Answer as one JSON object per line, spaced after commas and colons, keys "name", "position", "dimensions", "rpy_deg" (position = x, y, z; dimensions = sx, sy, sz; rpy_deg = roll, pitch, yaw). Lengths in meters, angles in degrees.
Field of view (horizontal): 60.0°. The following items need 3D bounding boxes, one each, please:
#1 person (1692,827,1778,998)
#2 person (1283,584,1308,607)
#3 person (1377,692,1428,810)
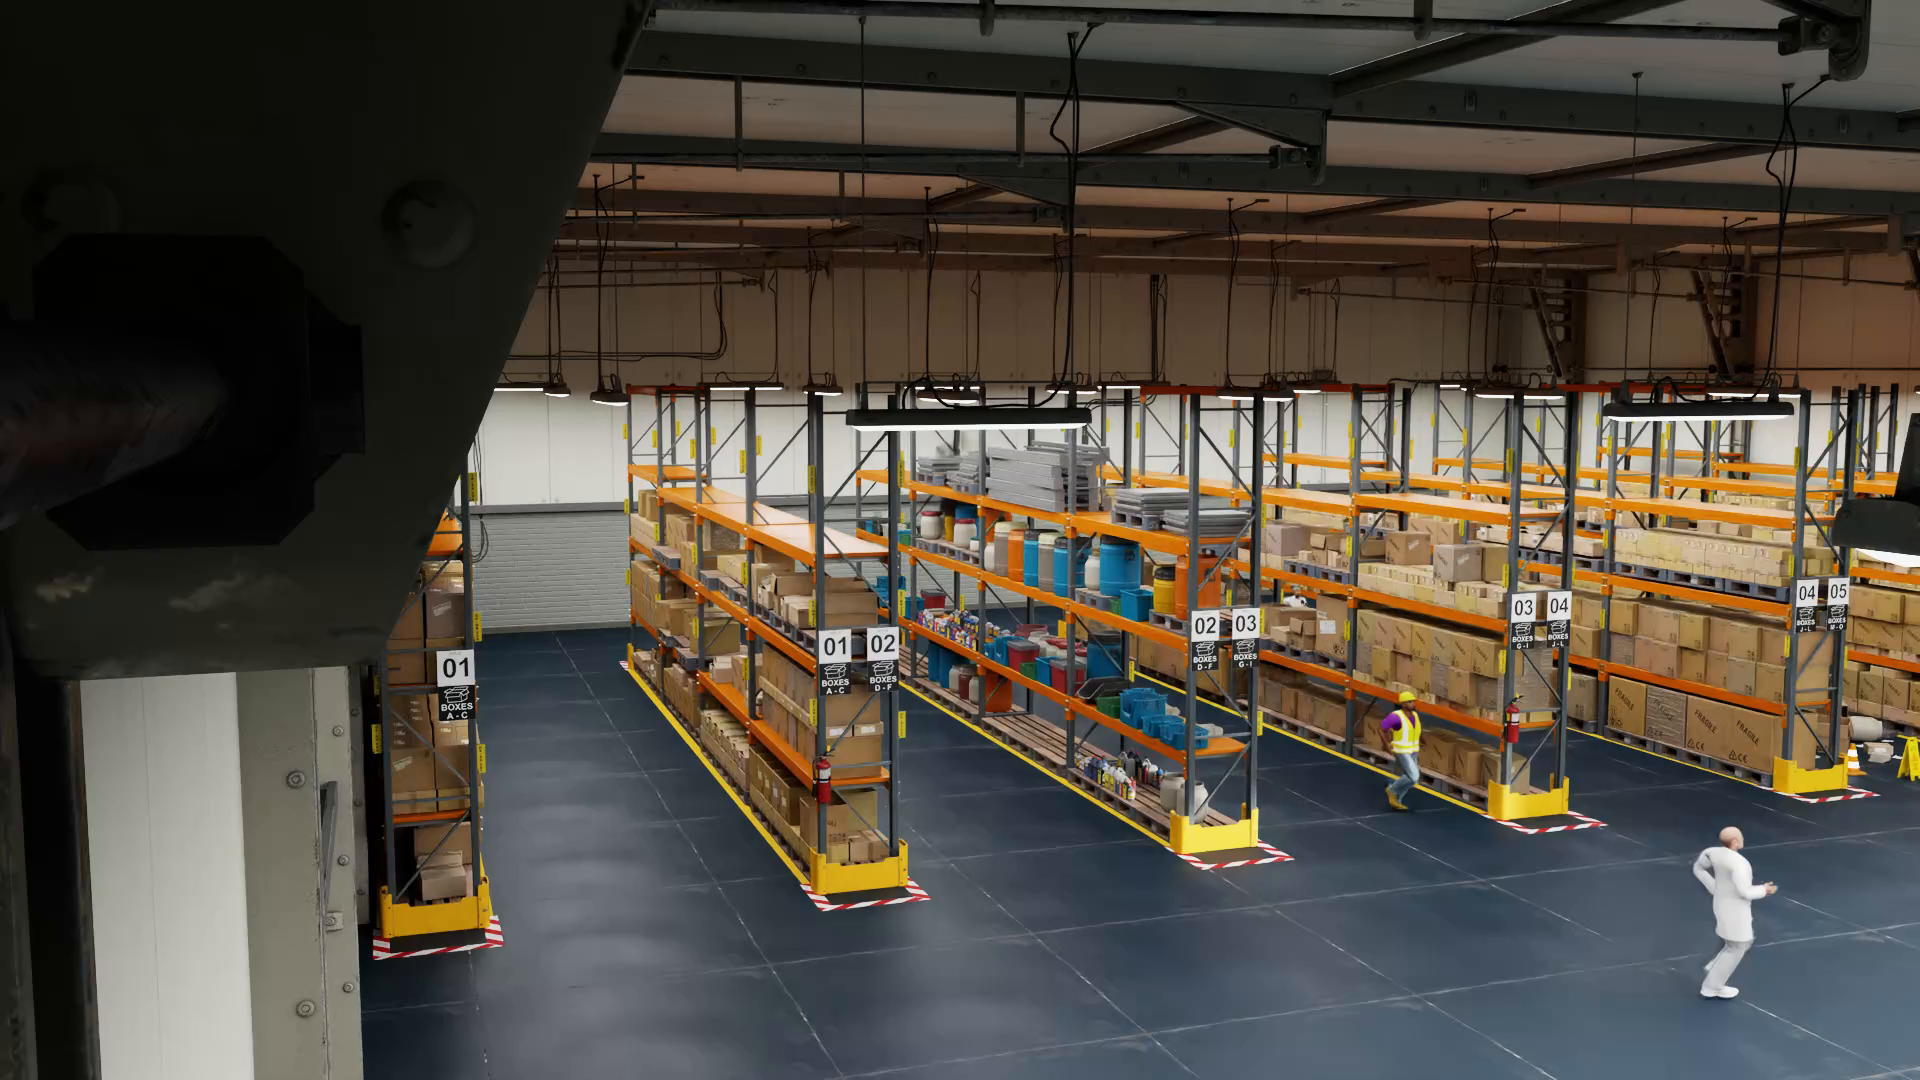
{"name": "person", "position": [7.797, 3.738, 16.695], "dimensions": [0.682, 1.768, 0.693], "rpy_deg": [0, 6, -1]}
{"name": "person", "position": [7.279, 1.798, 35.941], "dimensions": [0.584, 1.704, 0.659], "rpy_deg": [-2, 6, -18]}
{"name": "person", "position": [6.382, 3.021, 23.722], "dimensions": [0.685, 1.716, 0.579], "rpy_deg": [-4, 7, -35]}
